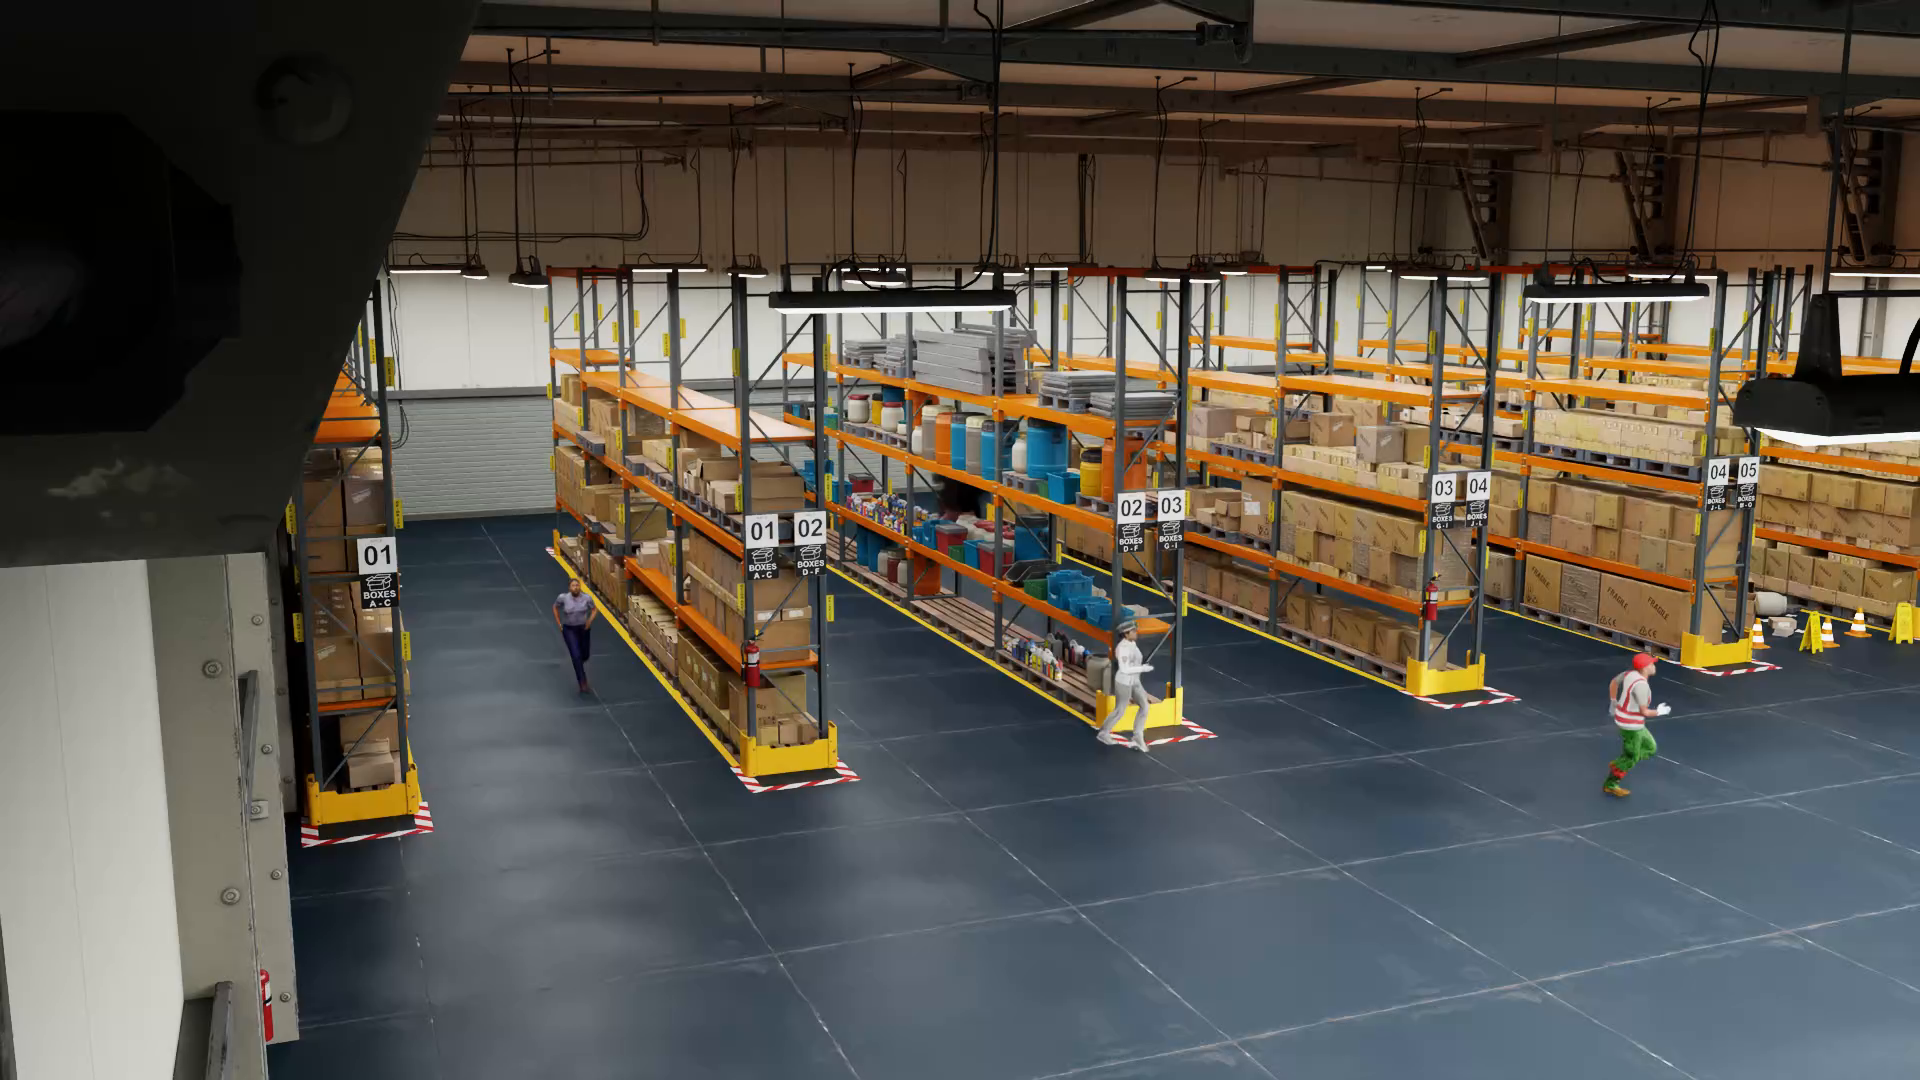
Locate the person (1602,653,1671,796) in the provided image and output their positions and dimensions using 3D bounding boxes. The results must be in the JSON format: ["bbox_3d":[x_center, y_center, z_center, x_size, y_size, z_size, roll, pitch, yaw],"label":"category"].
[{"bbox_3d":[7.879,2.144,19.329,0.657,1.728,0.707,2,10,11],"label":"person"}]

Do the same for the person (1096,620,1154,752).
[{"bbox_3d":[2.116,1.861,21.151,0.753,1.753,0.594,4,11,24],"label":"person"}]

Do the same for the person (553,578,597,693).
[{"bbox_3d":[-5.611,1.346,24.327,0.630,1.644,0.895,-4,11,-21],"label":"person"}]
